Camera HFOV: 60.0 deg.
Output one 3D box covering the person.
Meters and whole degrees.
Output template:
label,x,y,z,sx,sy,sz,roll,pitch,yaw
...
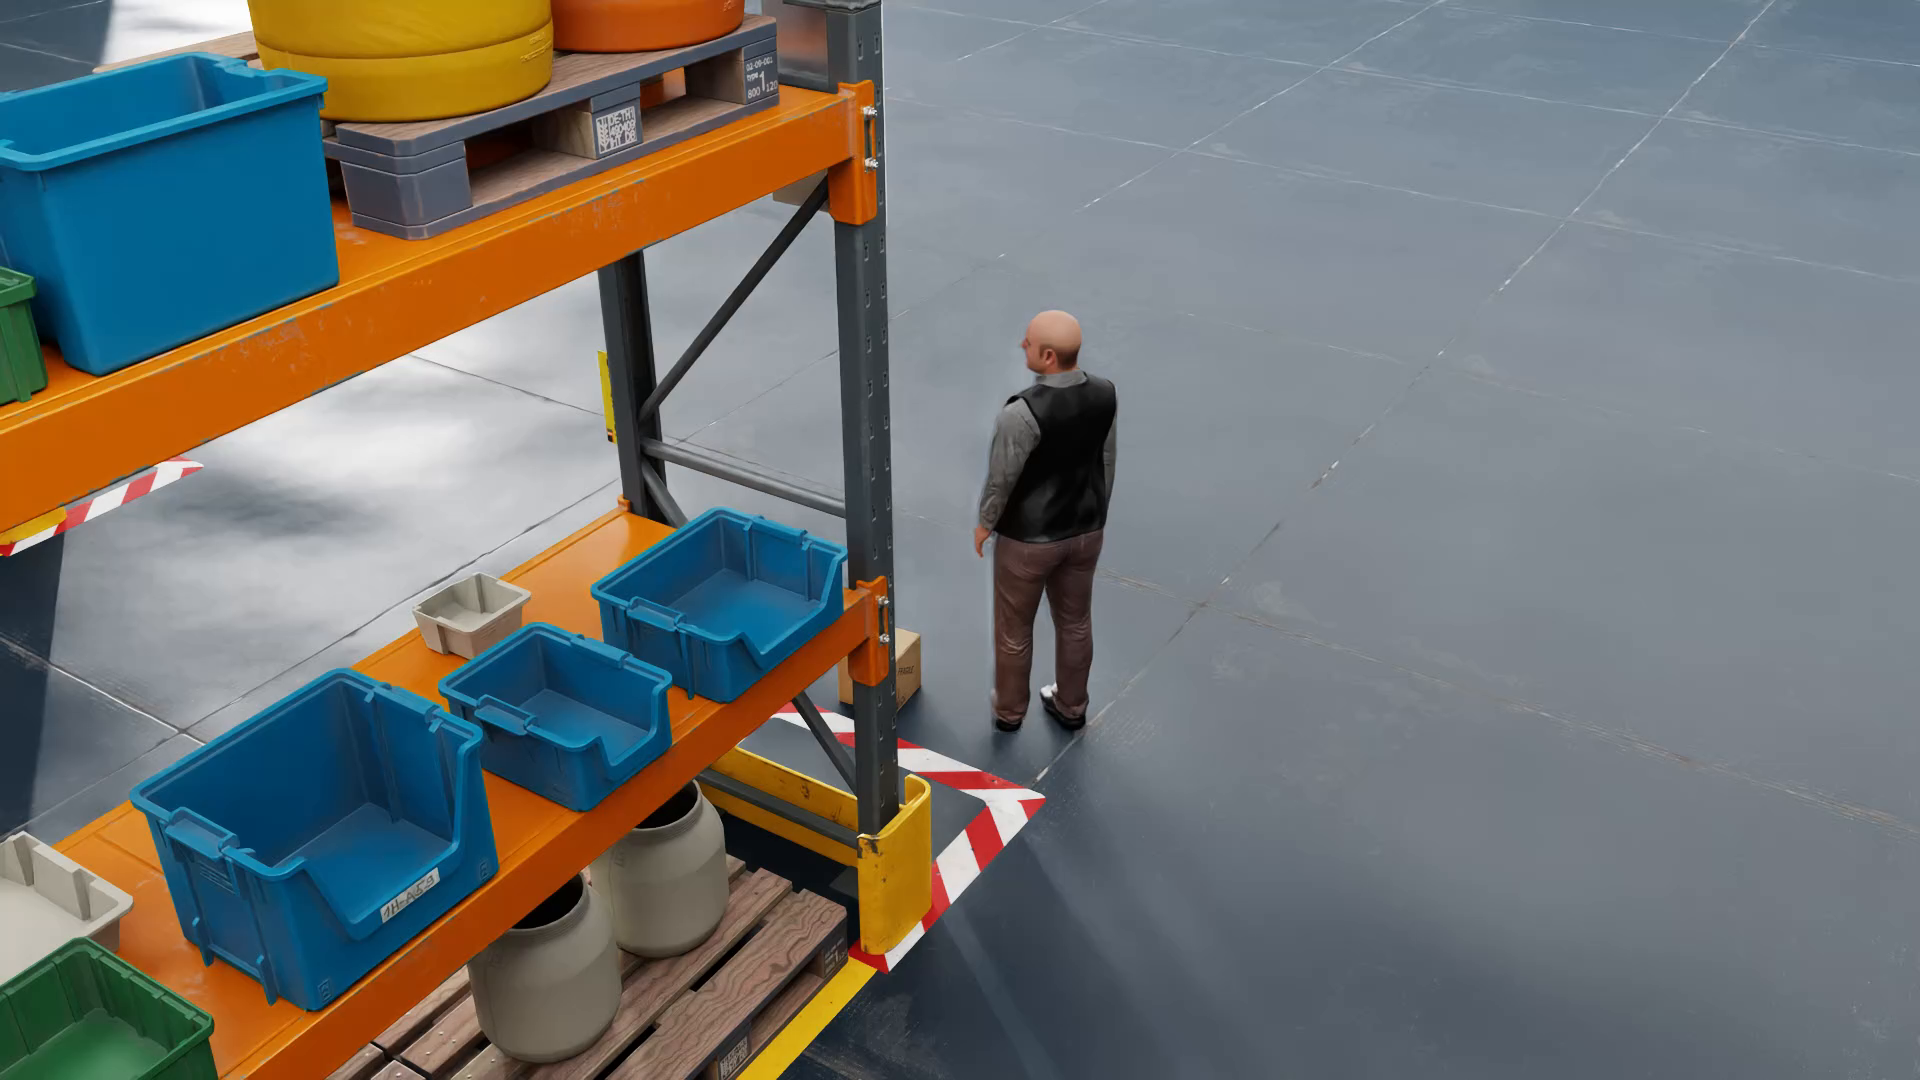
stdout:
label,x,y,z,sx,sy,sz,roll,pitch,yaw
person,0.319,-0.035,6.195,0.557,1.748,0.428,-18,35,-27
